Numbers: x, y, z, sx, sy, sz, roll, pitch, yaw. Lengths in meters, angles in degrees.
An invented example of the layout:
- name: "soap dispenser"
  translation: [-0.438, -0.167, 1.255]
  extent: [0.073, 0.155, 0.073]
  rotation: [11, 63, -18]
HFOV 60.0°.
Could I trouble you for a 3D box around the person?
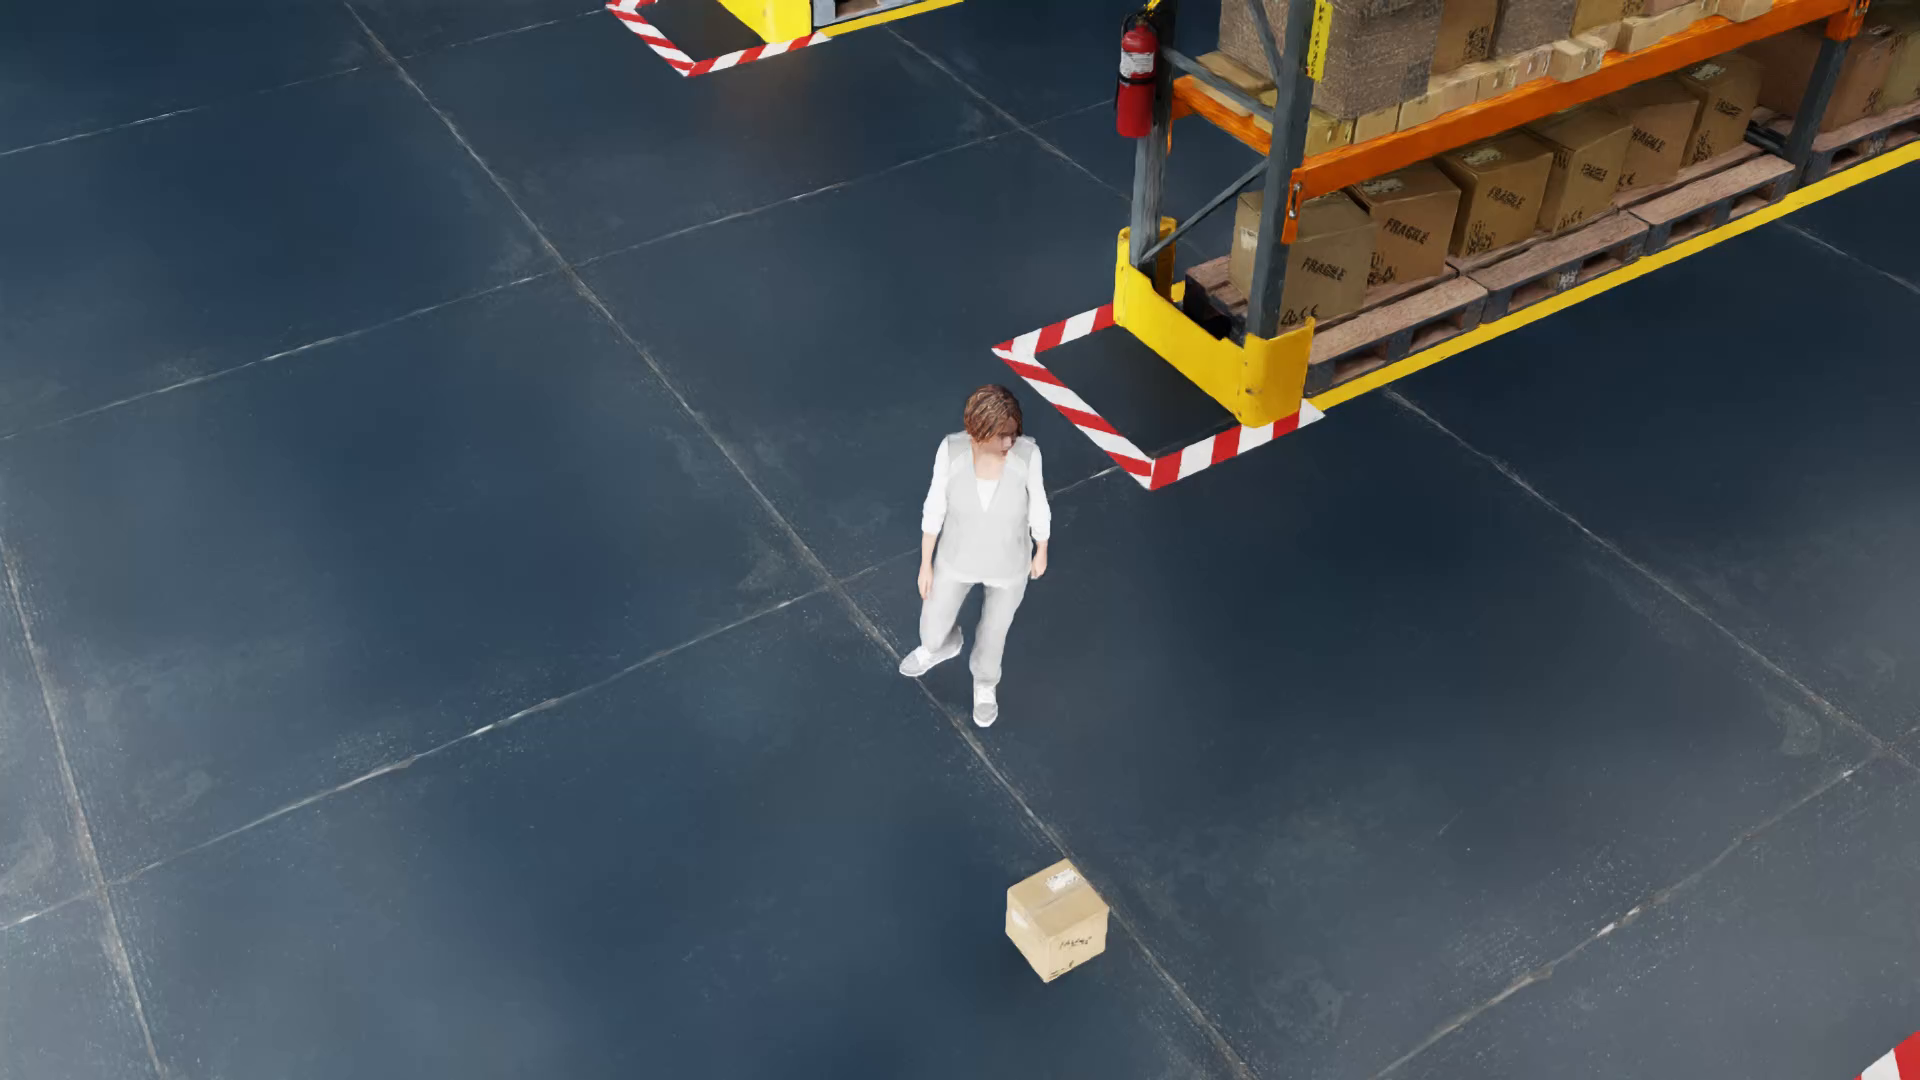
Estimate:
- name: "person"
  translation: [0.038, 0.047, 6.088]
  extent: [0.578, 1.590, 0.419]
  rotation: [3, 41, 4]
